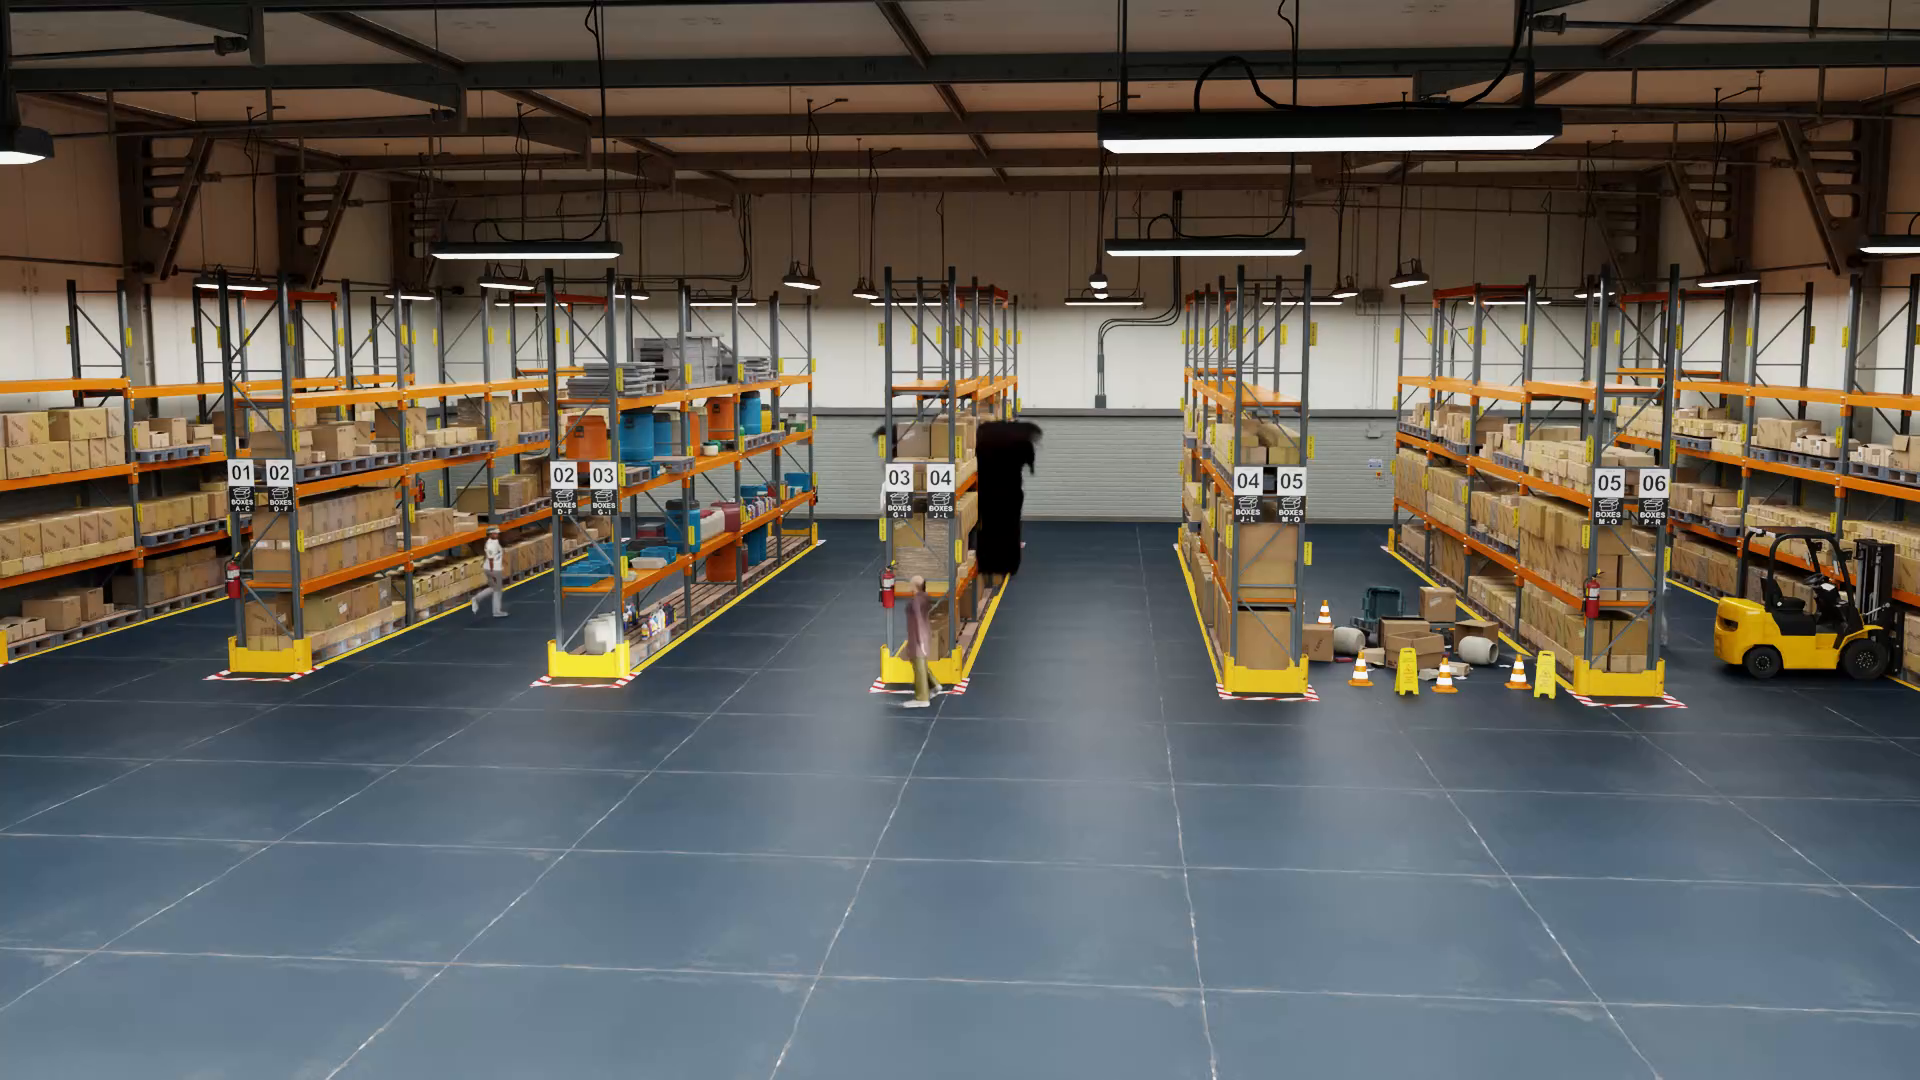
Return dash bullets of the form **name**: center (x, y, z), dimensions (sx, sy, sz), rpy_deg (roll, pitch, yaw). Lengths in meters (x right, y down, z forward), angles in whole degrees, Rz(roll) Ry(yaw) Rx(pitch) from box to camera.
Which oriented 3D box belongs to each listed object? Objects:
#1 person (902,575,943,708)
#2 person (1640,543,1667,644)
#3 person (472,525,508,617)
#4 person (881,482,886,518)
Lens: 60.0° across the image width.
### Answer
- **person**: center (-0.515, 1.412, 22.664), dimensions (0.566, 1.681, 0.633), rpy_deg (0, 7, -3)
- **person**: center (11.331, 0.864, 27.276), dimensions (0.457, 1.671, 0.649), rpy_deg (-6, 9, -39)
- **person**: center (-8.387, 0.560, 29.730), dimensions (0.622, 1.665, 0.451), rpy_deg (-5, 9, -37)
- **person**: center (-1.753, -0.919, 41.921), dimensions (0.498, 1.652, 0.779), rpy_deg (0, 7, -1)
